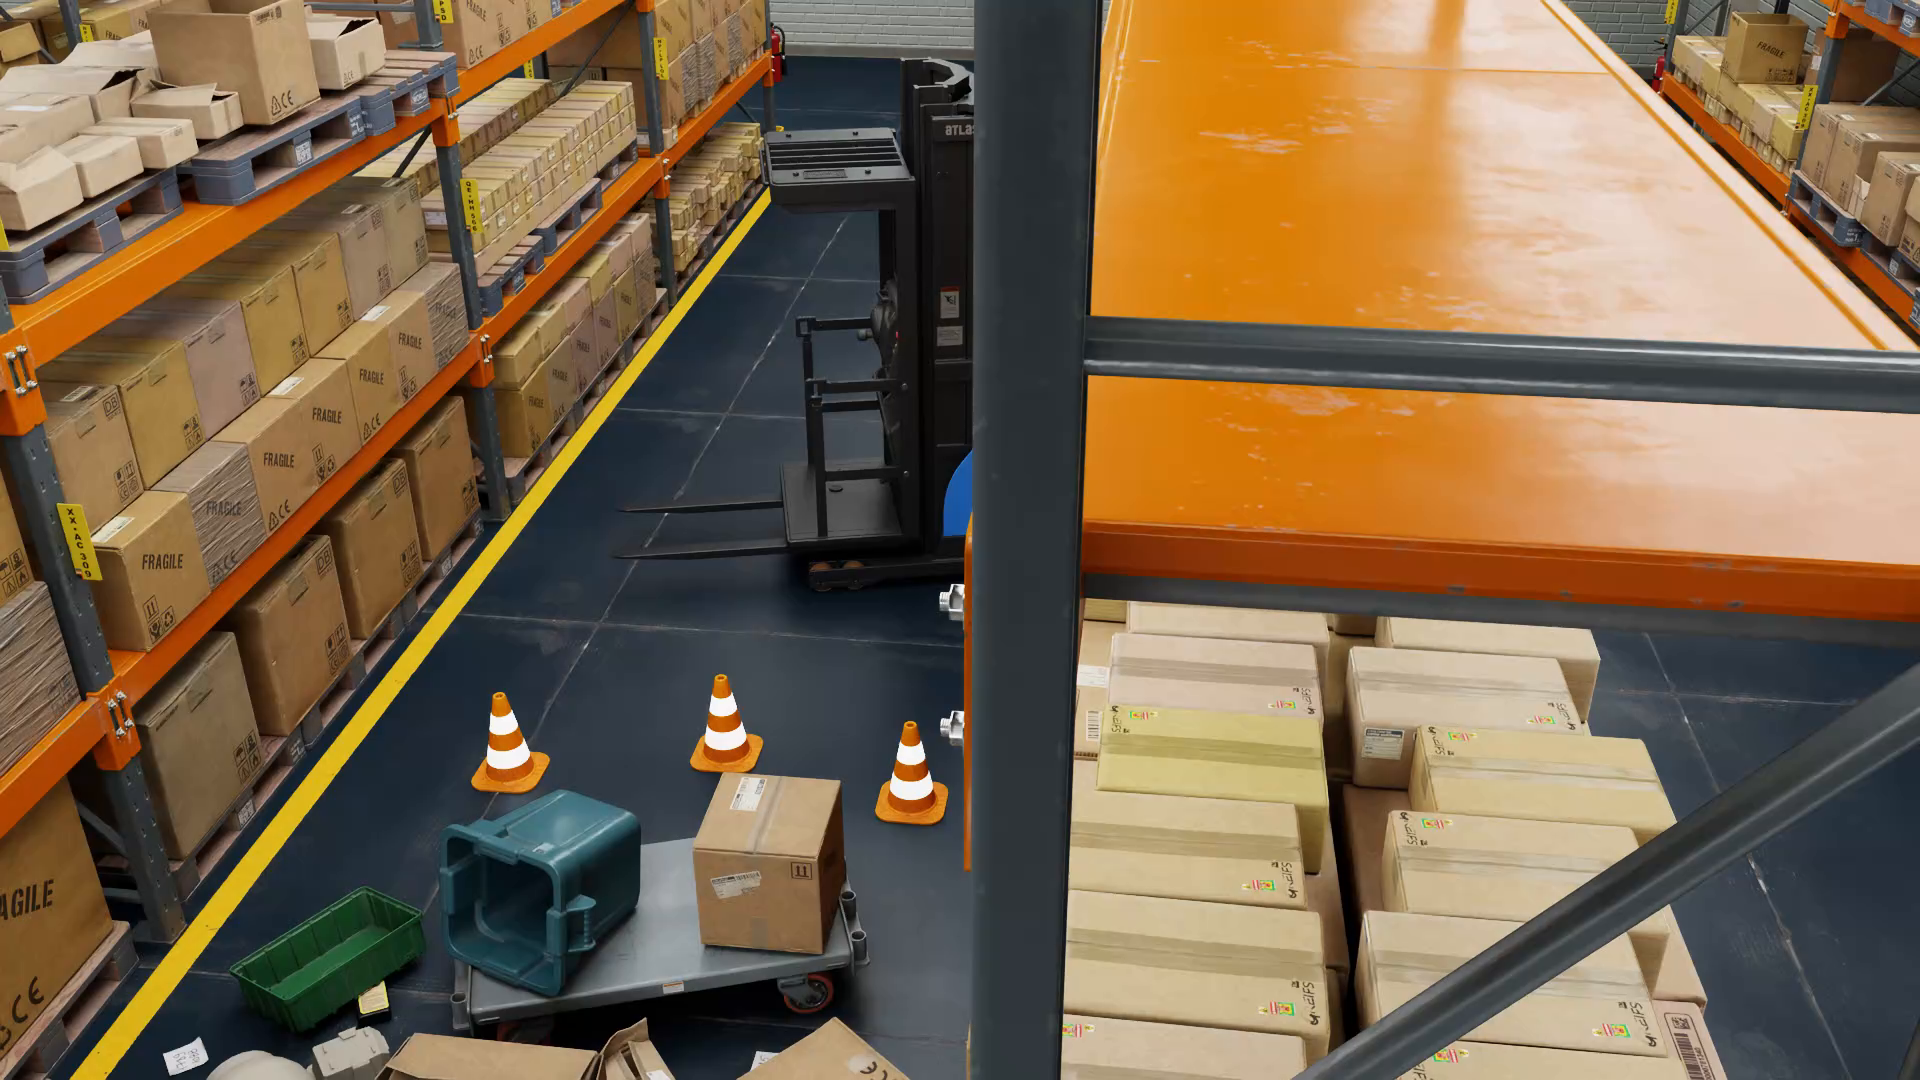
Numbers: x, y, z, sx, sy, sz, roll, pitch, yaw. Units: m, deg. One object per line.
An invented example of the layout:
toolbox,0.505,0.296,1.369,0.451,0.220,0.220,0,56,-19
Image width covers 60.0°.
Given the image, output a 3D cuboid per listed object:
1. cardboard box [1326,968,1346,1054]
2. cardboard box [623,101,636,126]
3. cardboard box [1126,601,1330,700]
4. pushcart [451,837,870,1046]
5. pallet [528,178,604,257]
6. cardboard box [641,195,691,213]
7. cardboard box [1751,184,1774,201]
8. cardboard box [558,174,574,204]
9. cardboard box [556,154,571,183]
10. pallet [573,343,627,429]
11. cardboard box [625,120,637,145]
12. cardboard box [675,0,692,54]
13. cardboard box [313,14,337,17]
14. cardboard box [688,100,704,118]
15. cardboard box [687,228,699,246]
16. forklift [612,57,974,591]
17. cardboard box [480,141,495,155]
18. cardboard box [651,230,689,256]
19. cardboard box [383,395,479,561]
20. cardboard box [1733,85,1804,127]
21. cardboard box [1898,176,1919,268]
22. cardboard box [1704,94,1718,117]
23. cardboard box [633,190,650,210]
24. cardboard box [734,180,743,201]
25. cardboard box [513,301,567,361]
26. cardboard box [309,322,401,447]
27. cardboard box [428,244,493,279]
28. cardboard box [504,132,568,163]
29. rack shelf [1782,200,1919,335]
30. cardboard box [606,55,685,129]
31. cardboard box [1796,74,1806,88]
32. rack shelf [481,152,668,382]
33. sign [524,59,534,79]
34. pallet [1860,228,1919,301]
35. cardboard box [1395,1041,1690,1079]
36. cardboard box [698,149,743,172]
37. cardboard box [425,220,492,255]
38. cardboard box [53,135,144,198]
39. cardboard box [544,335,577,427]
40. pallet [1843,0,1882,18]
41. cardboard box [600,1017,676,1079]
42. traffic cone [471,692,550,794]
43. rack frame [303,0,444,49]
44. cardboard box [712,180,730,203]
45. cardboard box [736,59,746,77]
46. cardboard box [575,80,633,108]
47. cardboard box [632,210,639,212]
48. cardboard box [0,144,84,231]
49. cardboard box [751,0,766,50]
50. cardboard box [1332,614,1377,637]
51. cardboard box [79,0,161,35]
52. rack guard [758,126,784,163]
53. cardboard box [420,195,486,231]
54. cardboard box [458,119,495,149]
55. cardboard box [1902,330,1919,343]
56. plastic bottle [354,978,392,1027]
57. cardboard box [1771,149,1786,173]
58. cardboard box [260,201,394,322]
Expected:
cardboard box,0.308,0.874,2.438,0.500,0.250,0.500,3,28,6
cardboard box,-2.794,-3.379,13.159,0.380,0.149,0.250,4,29,8
cardboard box,0.522,0.186,3.296,0.380,0.149,0.250,3,28,5
pushcart,-1.266,1.679,7.028,1.648,0.377,0.936,-6,29,-11
pallet,-3.230,-2.339,11.924,1.003,0.211,1.213,3,28,6
cardboard box,-2.619,-2.962,14.814,0.380,0.149,0.250,3,28,5
cardboard box,6.924,-2.887,14.931,0.500,0.500,0.500,4,29,7
cardboard box,-2.983,-2.509,11.859,0.380,0.149,0.250,2,28,5
cardboard box,-2.988,-2.644,11.796,0.380,0.149,0.250,4,29,8
pallet,-3.183,-1.202,12.551,1.003,0.211,1.213,3,28,6
cardboard box,-2.794,-3.248,13.231,0.380,0.149,0.250,3,28,5
cardboard box,-2.596,-4.431,14.130,0.500,0.500,0.500,3,28,5
cardboard box,-3.631,-2.780,9.094,0.380,0.149,0.250,2,28,4
cardboard box,-2.509,-3.873,14.833,0.380,0.149,0.250,4,29,7
cardboard box,-2.567,-2.700,14.954,0.380,0.149,0.250,3,28,6
forklift,-0.617,-1.250,9.771,3.031,2.935,1.130,-4,29,-7
cardboard box,-3.602,-2.801,12.087,0.380,0.149,0.250,3,28,5
cardboard box,-2.580,-2.585,14.427,0.380,0.149,0.250,5,29,9
cardboard box,-3.596,-0.402,10.056,1.050,0.750,0.750,3,28,6
cardboard box,6.851,-3.635,13.971,0.500,0.250,0.500,3,28,6
cardboard box,6.437,-1.972,10.488,0.797,0.503,0.637,3,28,5
cardboard box,6.881,-3.875,14.838,0.380,0.149,0.250,3,28,5
cardboard box,-3.032,-3.104,15.077,0.380,0.149,0.250,4,29,8
cardboard box,-2.344,-3.438,16.324,0.380,0.149,0.250,2,28,4
cardboard box,-3.045,-1.453,11.479,0.500,0.250,0.500,3,28,6
cardboard box,-3.344,-0.836,8.825,0.500,0.500,0.500,3,28,5
cardboard box,-3.177,-1.763,10.473,0.380,0.149,0.250,3,28,5
cardboard box,-2.989,-2.768,11.712,0.380,0.149,0.250,3,28,5
rack shelf,6.665,-1.587,11.084,1.077,0.370,4.000,3,28,6
cardboard box,-2.631,-3.766,13.950,0.500,0.500,0.500,3,28,5
cardboard box,7.413,-3.840,14.351,0.500,0.250,0.500,3,28,6
rack shelf,-3.187,-2.114,12.062,1.077,0.370,4.000,3,28,6
sign,-3.481,-3.781,13.485,0.100,0.325,0.005,3,28,6
pallet,6.654,-1.794,10.911,1.003,0.211,1.213,3,28,6
cardboard box,0.759,0.800,2.156,0.380,0.149,0.250,3,28,6
cardboard box,-2.331,-3.691,16.166,0.380,0.149,0.250,4,29,8
cardboard box,-3.173,-1.910,10.434,0.380,0.149,0.250,5,29,8
cardboard box,-3.549,-1.519,6.753,0.250,0.149,0.380,3,28,6
cardboard box,-3.034,-1.129,11.667,0.500,0.500,0.500,4,29,7
pallet,6.761,-3.780,11.432,1.213,0.211,1.003,3,28,6
cardboard box,-1.227,2.096,6.372,0.258,0.266,0.396,-17,33,-29
traffic cone,-2.259,0.967,8.260,0.336,0.463,0.334,3,28,6
rack frame,-3.432,-4.130,8.721,1.000,3.000,0.127,3,28,6
cardboard box,-2.402,-3.311,15.774,0.380,0.149,0.250,4,29,7
cardboard box,-2.303,-4.619,16.219,0.380,0.149,0.250,4,29,8
cardboard box,-2.797,-3.508,13.086,0.380,0.149,0.250,5,29,9
cardboard box,-3.054,-2.967,15.137,0.380,0.149,0.250,4,29,7
cardboard box,-3.600,-1.366,6.347,0.258,0.266,0.396,3,28,5
cardboard box,-2.251,-5.204,16.619,0.500,0.500,0.500,4,29,7
cardboard box,0.977,0.085,3.482,0.380,0.149,0.250,4,29,7
cardboard box,-7.471,-4.545,14.870,0.500,0.500,0.500,3,28,6
rack guard,-2.461,-4.119,17.660,1.175,0.500,0.348,3,28,6
cardboard box,-3.182,-2.034,10.350,0.380,0.149,0.250,3,28,6
cardboard box,-3.604,-2.941,12.033,0.380,0.149,0.250,4,29,8
cardboard box,6.500,-1.315,11.329,0.380,0.149,0.250,3,29,6
plastic bottle,-2.458,1.905,6.942,0.133,0.061,0.283,-11,30,-20
cardboard box,6.709,-3.023,13.256,0.380,0.149,0.250,4,29,8
cardboard box,-3.557,-1.525,9.050,0.700,0.500,0.500,3,28,5
